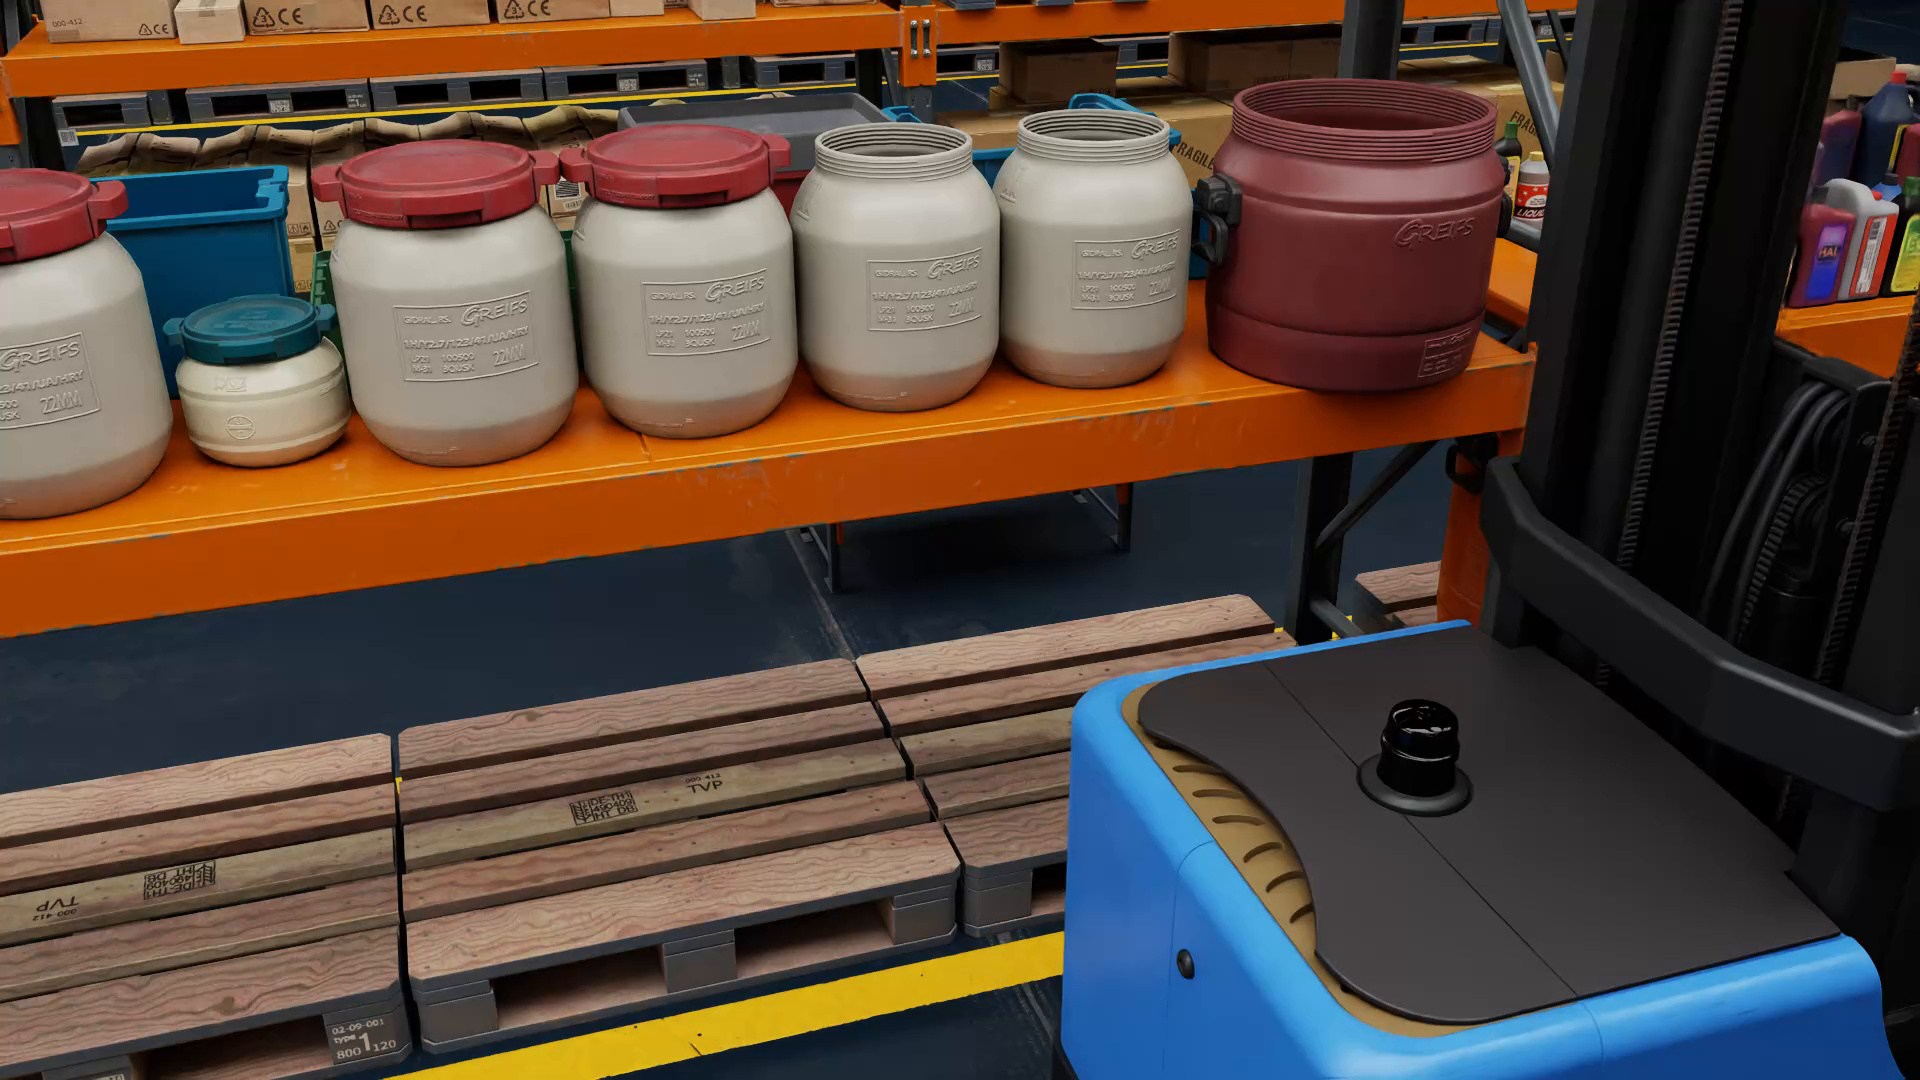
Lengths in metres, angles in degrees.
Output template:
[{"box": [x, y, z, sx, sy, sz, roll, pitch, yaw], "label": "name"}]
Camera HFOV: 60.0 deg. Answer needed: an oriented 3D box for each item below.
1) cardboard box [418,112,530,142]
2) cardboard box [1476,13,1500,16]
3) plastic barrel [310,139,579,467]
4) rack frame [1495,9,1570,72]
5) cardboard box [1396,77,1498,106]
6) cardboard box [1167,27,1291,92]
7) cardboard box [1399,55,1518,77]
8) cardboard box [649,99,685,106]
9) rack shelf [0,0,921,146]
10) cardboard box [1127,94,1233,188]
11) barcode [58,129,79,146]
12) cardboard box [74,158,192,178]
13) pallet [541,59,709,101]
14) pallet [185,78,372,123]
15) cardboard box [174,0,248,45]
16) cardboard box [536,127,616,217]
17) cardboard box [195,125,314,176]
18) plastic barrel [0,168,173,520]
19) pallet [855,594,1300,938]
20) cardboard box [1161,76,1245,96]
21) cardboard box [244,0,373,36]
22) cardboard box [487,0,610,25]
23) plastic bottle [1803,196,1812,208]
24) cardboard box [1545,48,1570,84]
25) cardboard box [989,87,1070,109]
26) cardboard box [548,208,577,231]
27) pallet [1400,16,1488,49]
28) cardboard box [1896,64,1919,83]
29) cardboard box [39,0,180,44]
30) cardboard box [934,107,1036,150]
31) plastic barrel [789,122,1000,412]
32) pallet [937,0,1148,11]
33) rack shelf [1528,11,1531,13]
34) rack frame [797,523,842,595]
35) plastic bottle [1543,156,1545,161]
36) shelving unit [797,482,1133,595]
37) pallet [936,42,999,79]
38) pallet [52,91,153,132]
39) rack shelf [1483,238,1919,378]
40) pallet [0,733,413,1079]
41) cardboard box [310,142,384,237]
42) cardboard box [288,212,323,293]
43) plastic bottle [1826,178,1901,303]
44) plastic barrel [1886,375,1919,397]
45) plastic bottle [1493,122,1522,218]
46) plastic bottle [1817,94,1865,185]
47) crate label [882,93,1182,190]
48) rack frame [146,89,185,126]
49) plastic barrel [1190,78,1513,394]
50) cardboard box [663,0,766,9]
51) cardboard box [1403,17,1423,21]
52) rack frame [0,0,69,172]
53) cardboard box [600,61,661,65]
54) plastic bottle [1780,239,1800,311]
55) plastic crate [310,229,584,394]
[{"box": [-2.408, -1.933, 8.259, 0.500, 0.311, 0.500, -9, 28, -17], "label": "cardboard box"}, {"box": [4.611, -4.946, 14.678, 0.500, 0.500, 0.700, -8, 28, -16], "label": "cardboard box"}, {"box": [-0.945, -0.445, 3.120, 0.433, 0.535, 0.433, 0, 26, 0], "label": "plastic barrel"}, {"box": [3.456, -3.440, 9.306, 0.127, 3.000, 1.000, -8, 28, -16], "label": "rack frame"}, {"box": [2.603, -2.264, 9.253, 0.500, 0.500, 0.500, -8, 28, -16], "label": "cardboard box"}, {"box": [1.493, -2.683, 9.254, 0.500, 0.250, 0.500, -9, 28, -17], "label": "cardboard box"}, {"box": [2.920, -2.554, 9.838, 0.500, 0.500, 0.500, -10, 28, -18], "label": "cardboard box"}, {"box": [-1.433, -2.073, 8.542, 0.500, 0.311, 0.500, -9, 28, -17], "label": "cardboard box"}, {"box": [-2.249, -2.292, 7.802, 4.000, 0.370, 1.077, -8, 28, -16], "label": "rack shelf"}, {"box": [1.148, -2.050, 8.823, 0.500, 0.500, 0.500, -9, 28, -17], "label": "cardboard box"}, {"box": [-3.779, -1.705, 7.048, 0.075, 0.075, 0.001, -8, 28, -16], "label": "barcode"}, {"box": [-3.681, -1.498, 7.383, 0.500, 0.311, 0.500, -8, 28, -16], "label": "cardboard box"}, {"box": [-2.629, -3.627, 12.819, 1.213, 0.211, 1.003, -8, 28, -16], "label": "pallet"}, {"box": [-4.949, -3.291, 12.142, 1.213, 0.211, 1.003, -8, 28, -16], "label": "pallet"}, {"box": [-3.245, -2.262, 7.215, 0.250, 0.149, 0.380, -8, 28, -16], "label": "cardboard box"}, {"box": [-1.742, -1.778, 7.948, 0.500, 0.311, 0.500, -8, 28, -16], "label": "cardboard box"}, {"box": [-3.362, -1.798, 7.987, 0.500, 0.311, 0.500, -7, 27, -15], "label": "cardboard box"}, {"box": [-1.643, -0.344, 2.916, 0.433, 0.535, 0.433, 0, 26, 0], "label": "plastic barrel"}, {"box": [0.434, 0.545, 4.415, 1.213, 0.211, 1.003, -8, 28, -16], "label": "pallet"}, {"box": [1.458, -2.341, 9.408, 0.500, 0.500, 0.500, -9, 28, -18], "label": "cardboard box"}, {"box": [-2.915, -2.555, 7.410, 0.500, 0.500, 0.500, -6, 27, -12], "label": "cardboard box"}, {"box": [-1.938, -2.696, 7.695, 0.500, 0.500, 0.500, -10, 28, -19], "label": "cardboard box"}, {"box": [2.078, -0.742, 4.095, 0.097, 0.201, 0.097, 0, 26, 0], "label": "plastic bottle"}, {"box": [3.910, -2.716, 10.164, 0.500, 0.500, 0.500, -8, 28, -16], "label": "cardboard box"}, {"box": [0.469, -2.195, 9.114, 0.500, 0.500, 0.500, -7, 27, -14], "label": "cardboard box"}, {"box": [-1.740, -1.530, 8.078, 0.500, 0.250, 0.500, -8, 27, -15], "label": "cardboard box"}, {"box": [3.828, -4.526, 14.630, 1.213, 0.211, 1.003, -8, 28, -16], "label": "pallet"}, {"box": [6.179, -2.933, 10.881, 0.500, 0.250, 0.500, -8, 28, -16], "label": "cardboard box"}, {"box": [-3.696, -2.358, 7.294, 0.500, 0.250, 0.500, -7, 27, -13], "label": "cardboard box"}, {"box": [0.174, -1.909, 8.538, 0.500, 0.500, 0.500, -7, 27, -14], "label": "cardboard box"}, {"box": [-0.130, -0.555, 3.368, 0.421, 0.512, 0.421, 0, 26, 0], "label": "plastic barrel"}, {"box": [0.275, -2.926, 8.487, 1.003, 0.211, 1.213, -8, 28, -16], "label": "pallet"}, {"box": [5.358, -3.393, 10.021, 4.000, 0.370, 1.077, -8, 28, -16], "label": "rack shelf"}, {"box": [-0.477, -0.435, 5.361, 0.032, 1.125, 0.500, -8, 28, -16], "label": "rack frame"}, {"box": [1.655, -1.010, 4.543, 0.133, 0.283, 0.061, -8, 28, -16], "label": "plastic bottle"}, {"box": [0.006, -0.505, 5.502, 1.048, 1.125, 0.538, -8, 28, -16], "label": "shelving unit"}, {"box": [0.046, -3.977, 13.524, 1.213, 0.211, 1.003, -8, 28, -16], "label": "pallet"}, {"box": [-6.316, -3.076, 11.709, 1.213, 0.211, 1.003, -8, 28, -16], "label": "pallet"}, {"box": [3.085, -0.748, 4.692, 4.000, 0.370, 1.077, -8, 28, -16], "label": "rack shelf"}, {"box": [-1.886, 0.881, 3.739, 1.213, 0.211, 1.003, -8, 28, -16], "label": "pallet"}, {"box": [-2.711, -1.636, 7.662, 0.500, 0.311, 0.500, -9, 28, -18], "label": "cardboard box"}, {"box": [-3.204, -1.316, 7.647, 0.500, 0.250, 0.500, -8, 27, -15], "label": "cardboard box"}, {"box": [2.134, -0.726, 3.978, 0.135, 0.276, 0.152, -8, 28, -16], "label": "plastic bottle"}, {"box": [2.717, -0.133, 4.883, 0.708, 0.588, 0.600, -8, 28, -16], "label": "plastic barrel"}, {"box": [1.435, -0.978, 4.479, 0.133, 0.283, 0.061, -8, 28, -16], "label": "plastic bottle"}, {"box": [2.522, -1.136, 4.796, 0.133, 0.283, 0.061, -8, 28, -16], "label": "plastic bottle"}, {"box": [0.154, -0.788, 3.924, 0.616, 0.435, 0.502, -8, 28, -16], "label": "crate label"}, {"box": [-5.688, -4.433, 11.305, 0.127, 3.000, 1.000, -8, 28, -16], "label": "rack frame"}, {"box": [0.835, -0.663, 3.560, 0.708, 0.536, 0.600, -8, 28, -16], "label": "plastic barrel"}, {"box": [-1.258, -2.808, 8.133, 0.500, 0.311, 0.500, -9, 28, -17], "label": "cardboard box"}, {"box": [3.629, -4.800, 14.384, 0.500, 0.500, 0.700, -8, 27, -15], "label": "cardboard box"}, {"box": [-4.151, -2.339, 7.087, 0.127, 3.000, 1.000, -8, 28, -16], "label": "rack frame"}, {"box": [-2.553, -3.940, 12.629, 0.500, 0.500, 0.700, -8, 27, -15], "label": "cardboard box"}, {"box": [1.906, -0.646, 3.902, 0.097, 0.201, 0.097, 0, 26, 0], "label": "plastic bottle"}, {"box": [-1.052, -0.508, 3.638, 0.662, 0.188, 0.450, -8, 28, -16], "label": "plastic crate"}]
